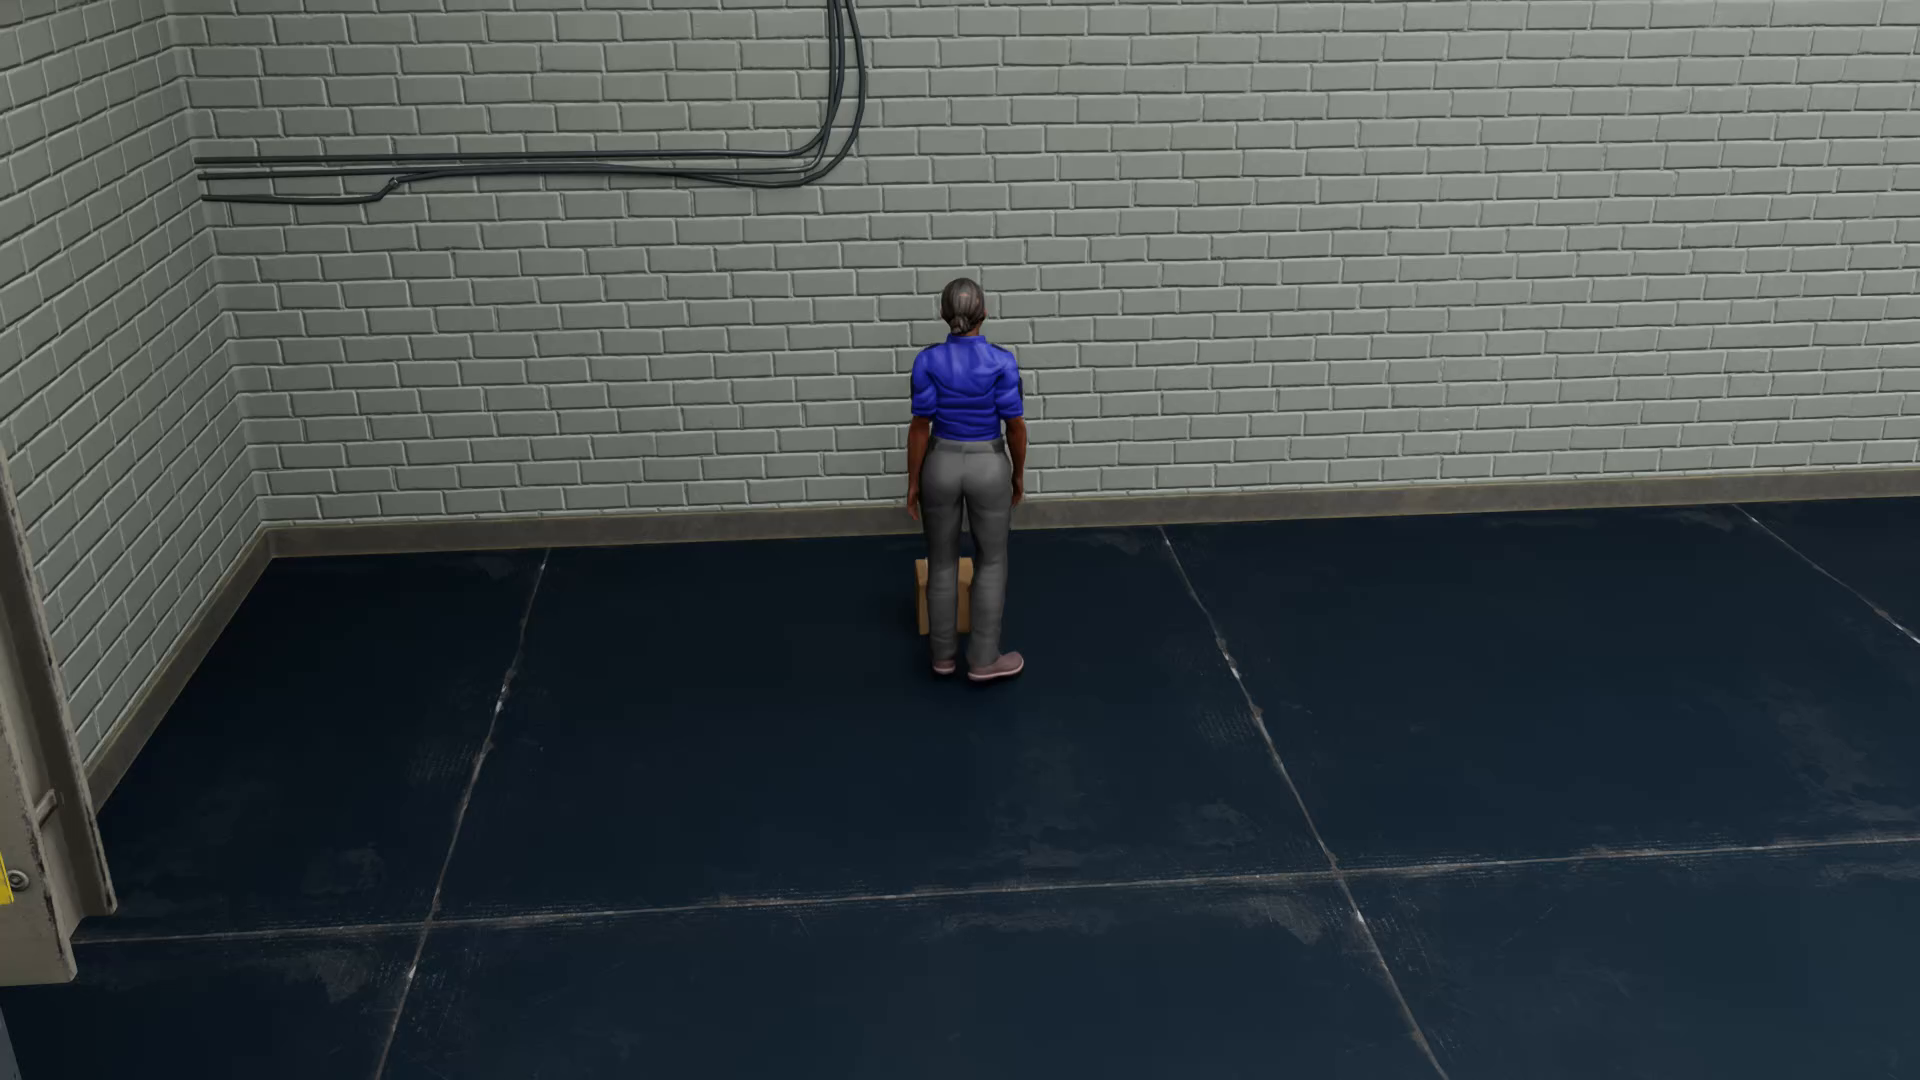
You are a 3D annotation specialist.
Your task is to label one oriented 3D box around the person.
[{"bbox_3d":[0.027,-0.221,6.587,0.474,1.645,0.376,2,24,4],"label":"person"}]
